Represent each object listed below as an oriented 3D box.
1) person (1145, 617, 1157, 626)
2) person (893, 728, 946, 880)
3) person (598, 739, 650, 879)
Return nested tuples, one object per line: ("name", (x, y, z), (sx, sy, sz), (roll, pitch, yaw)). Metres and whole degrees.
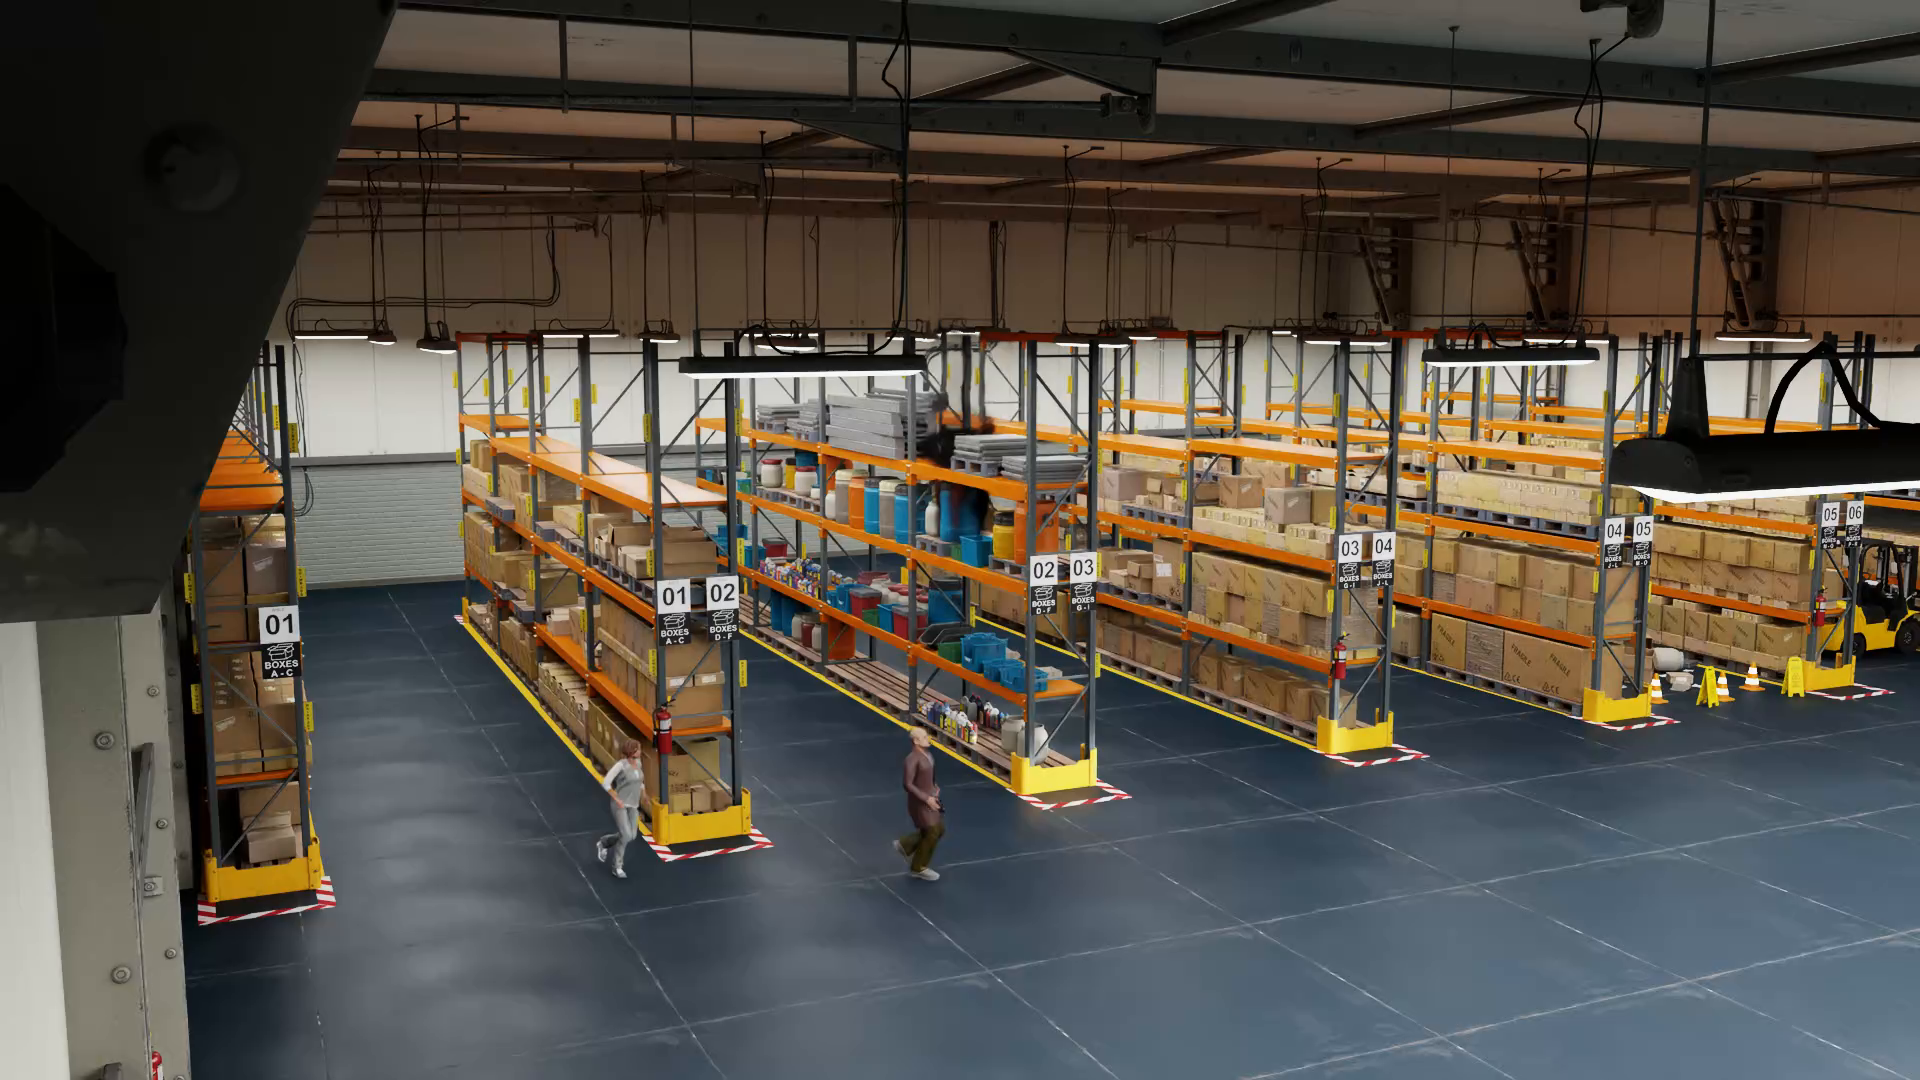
("person", (3.806, 1.090, 32.714), (0.605, 1.744, 0.791), (-4, 8, -25))
("person", (-0.467, 2.961, 18.754), (0.602, 1.745, 0.711), (1, 8, 11))
("person", (-3.877, 3.041, 19.094), (0.572, 1.537, 0.604), (5, 9, 32))
